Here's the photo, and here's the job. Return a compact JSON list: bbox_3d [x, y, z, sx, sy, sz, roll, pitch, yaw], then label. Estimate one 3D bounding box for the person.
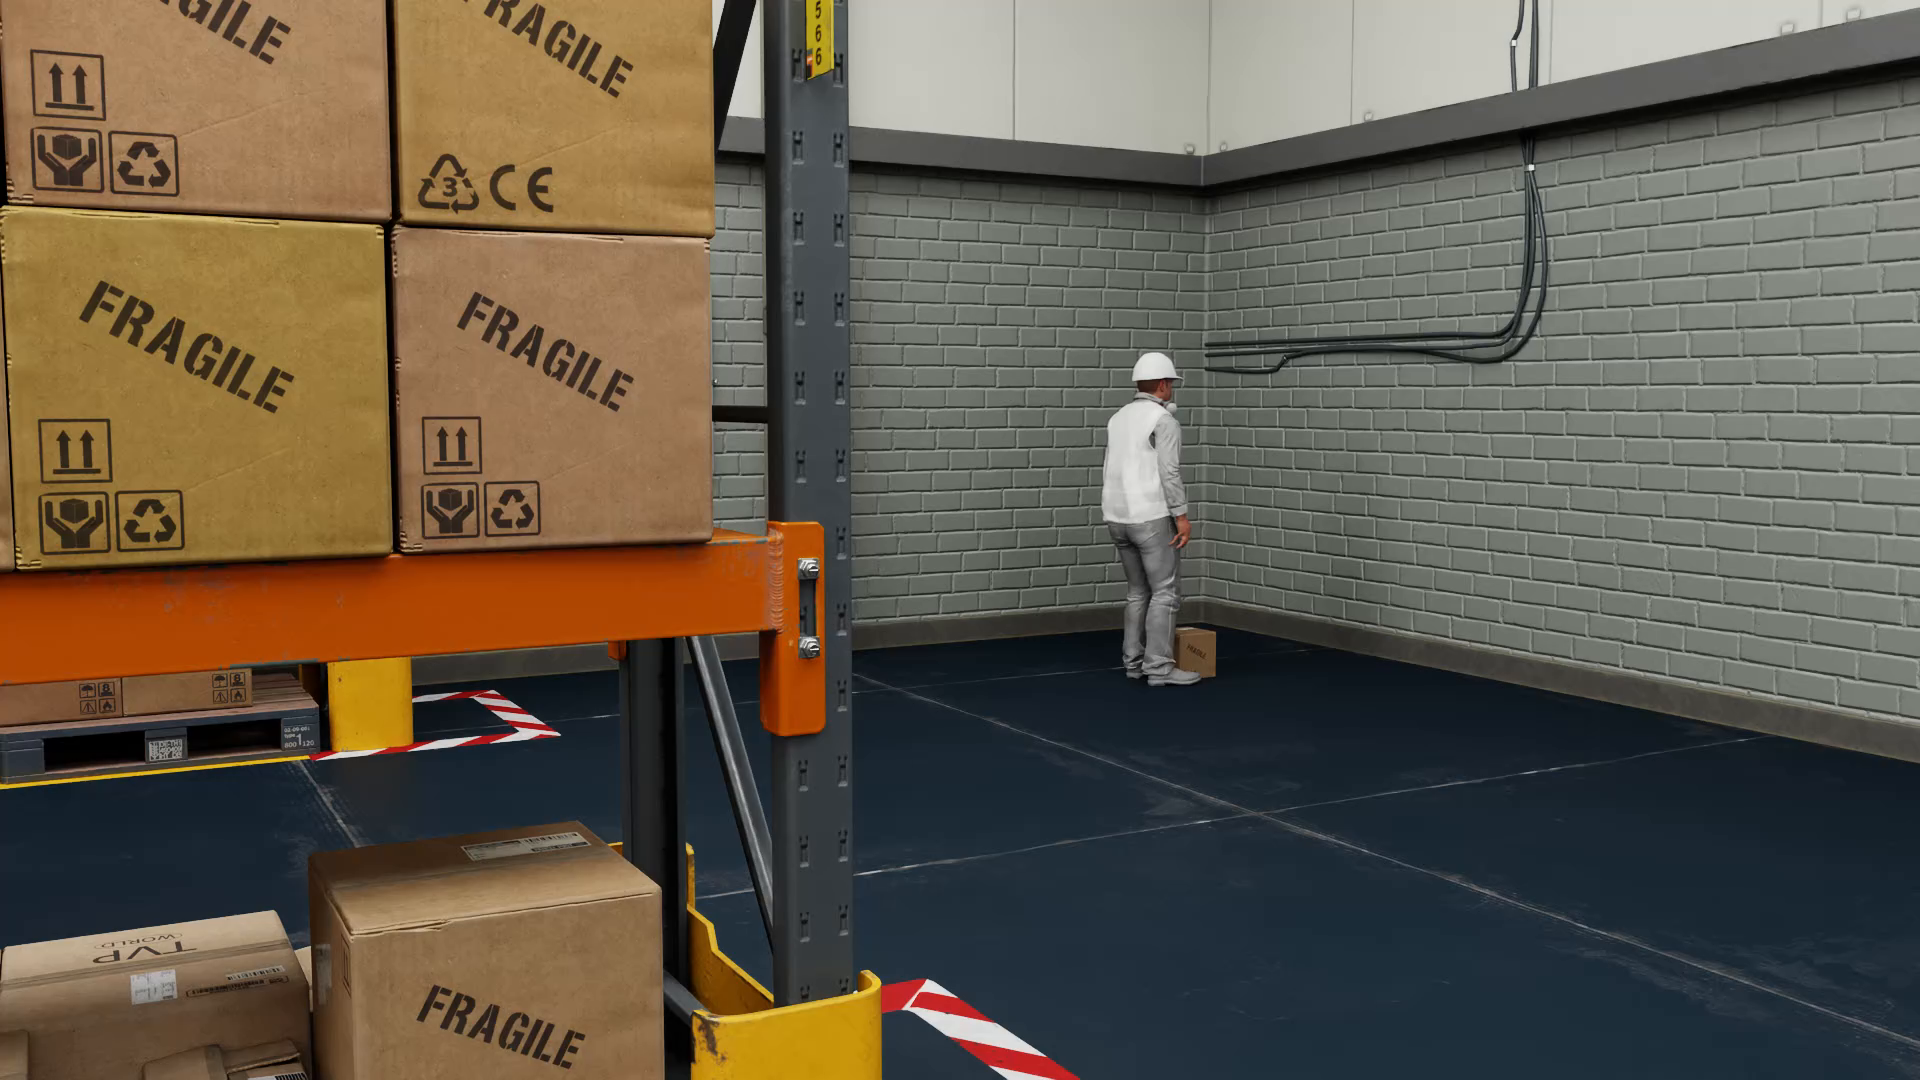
[{"bbox_3d":[1.013,-0.123,8.992,0.465,1.772,0.590,-3,6,-31],"label":"person"}]
